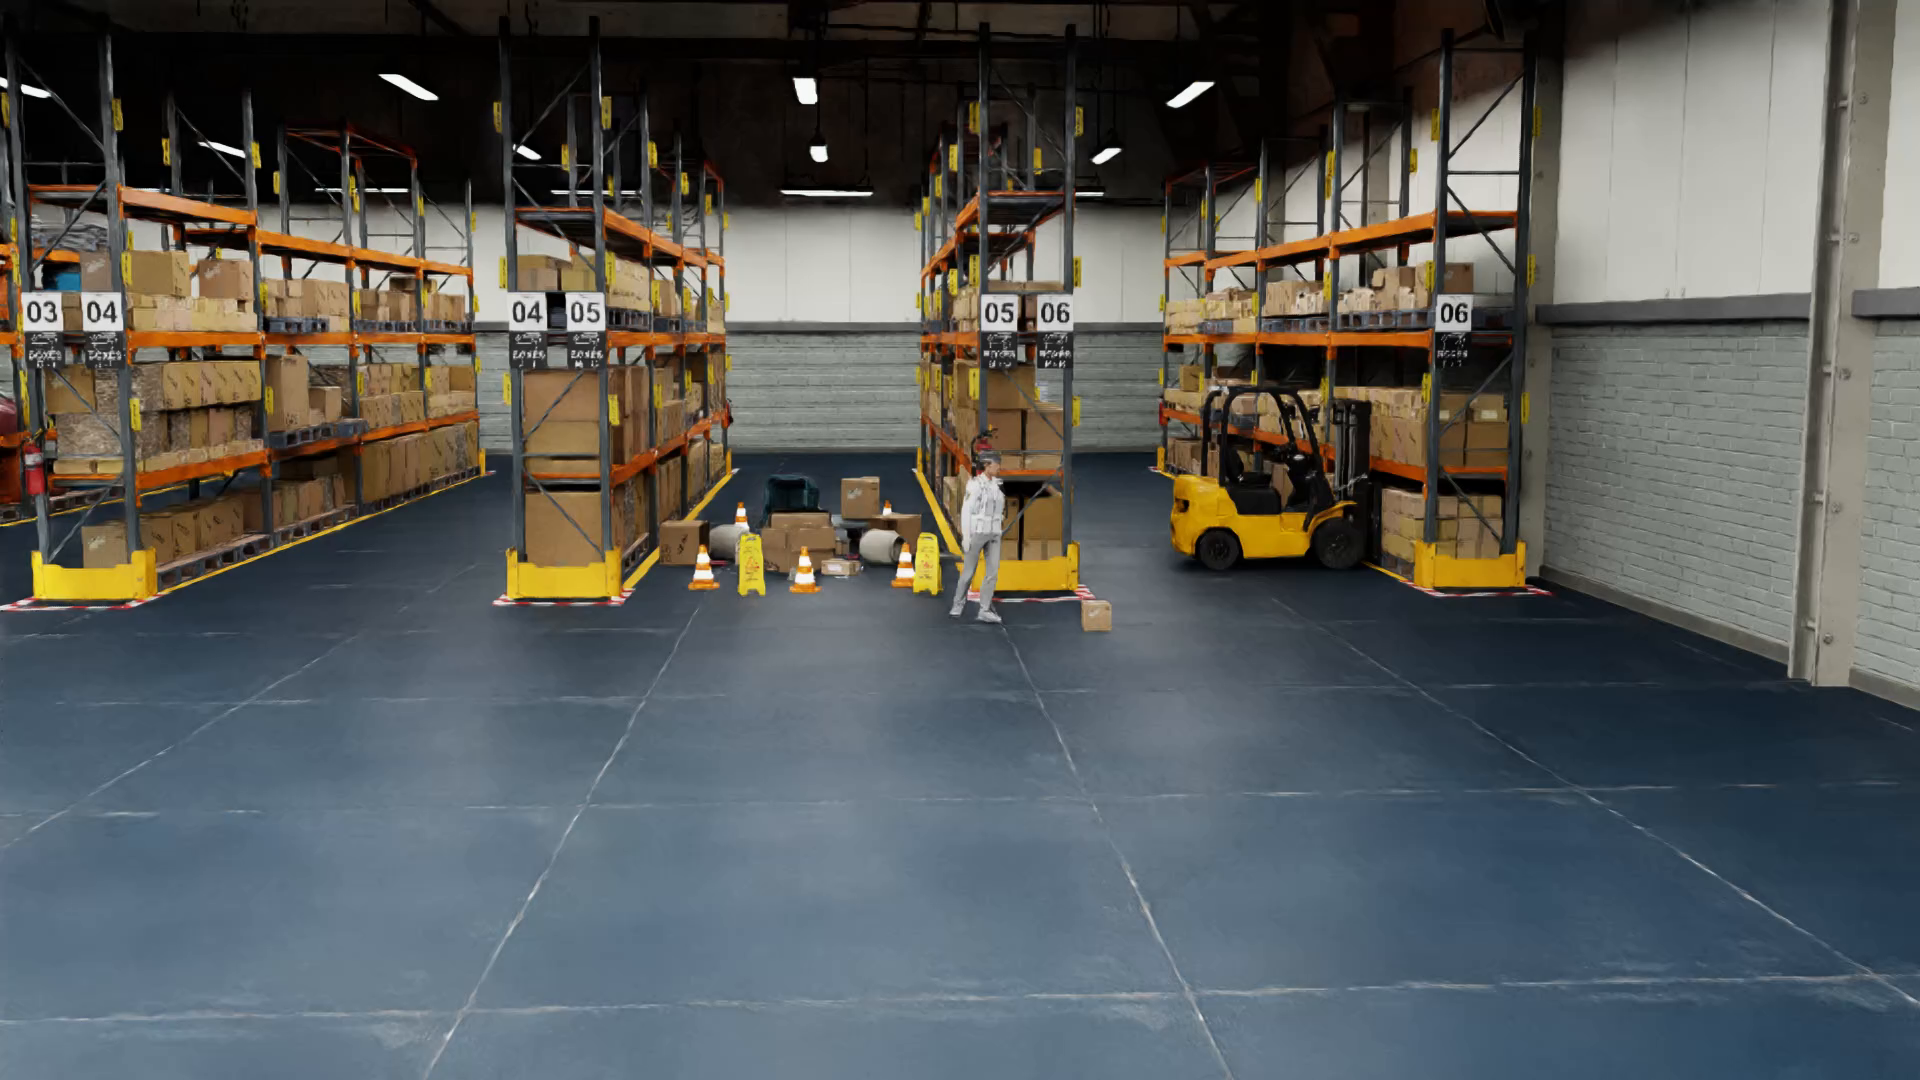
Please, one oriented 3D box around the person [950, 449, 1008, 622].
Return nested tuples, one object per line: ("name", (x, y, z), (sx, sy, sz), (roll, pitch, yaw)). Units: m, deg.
("person", (0.181, -0.055, 16.155), (0.509, 1.667, 0.561), (-5, 9, -36))
